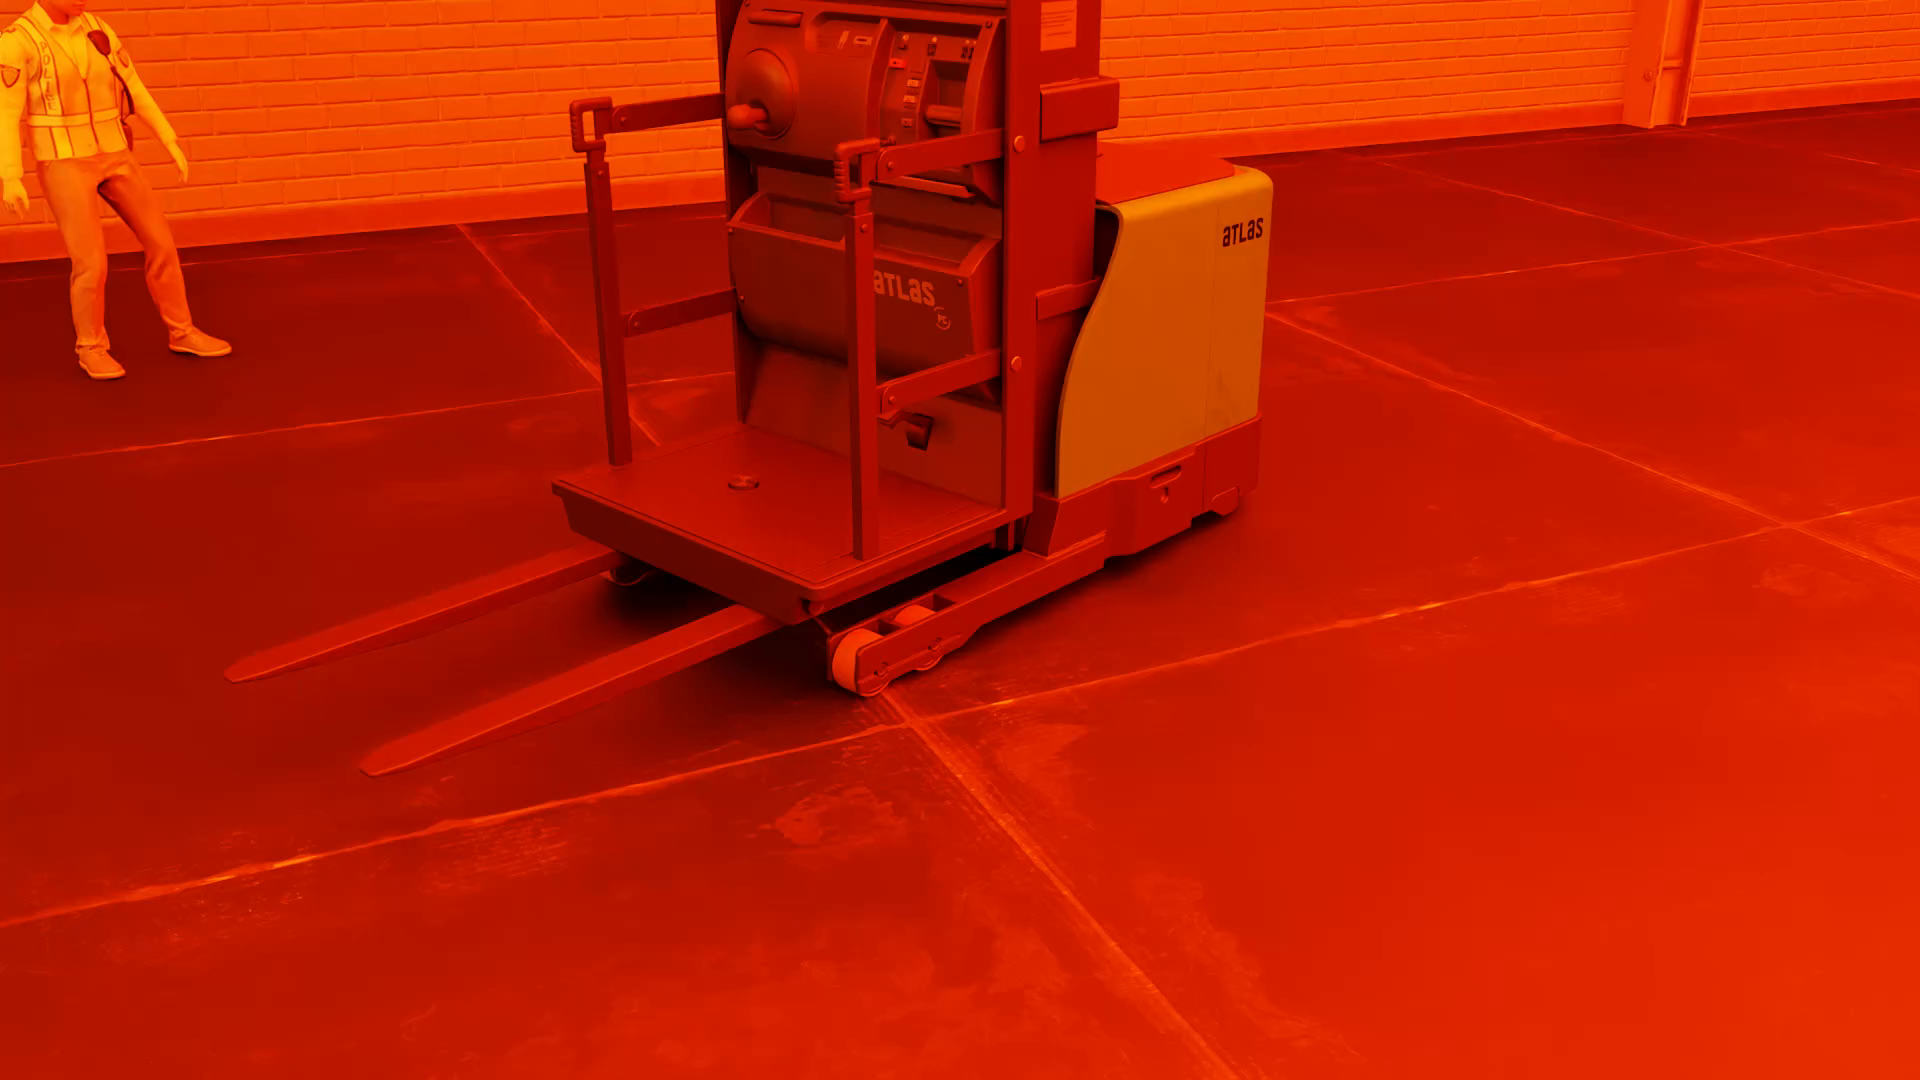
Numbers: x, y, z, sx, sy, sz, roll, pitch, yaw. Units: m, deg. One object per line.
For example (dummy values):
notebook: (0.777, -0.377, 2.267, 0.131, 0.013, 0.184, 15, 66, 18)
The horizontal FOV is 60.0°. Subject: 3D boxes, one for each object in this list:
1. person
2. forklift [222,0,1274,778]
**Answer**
person: (-3.380, -1.464, 6.499, 0.379, 1.641, 0.707, 13, 26, 29)
forklift: (-0.413, -1.182, 4.131, 1.130, 2.935, 3.031, 19, 29, 39)
